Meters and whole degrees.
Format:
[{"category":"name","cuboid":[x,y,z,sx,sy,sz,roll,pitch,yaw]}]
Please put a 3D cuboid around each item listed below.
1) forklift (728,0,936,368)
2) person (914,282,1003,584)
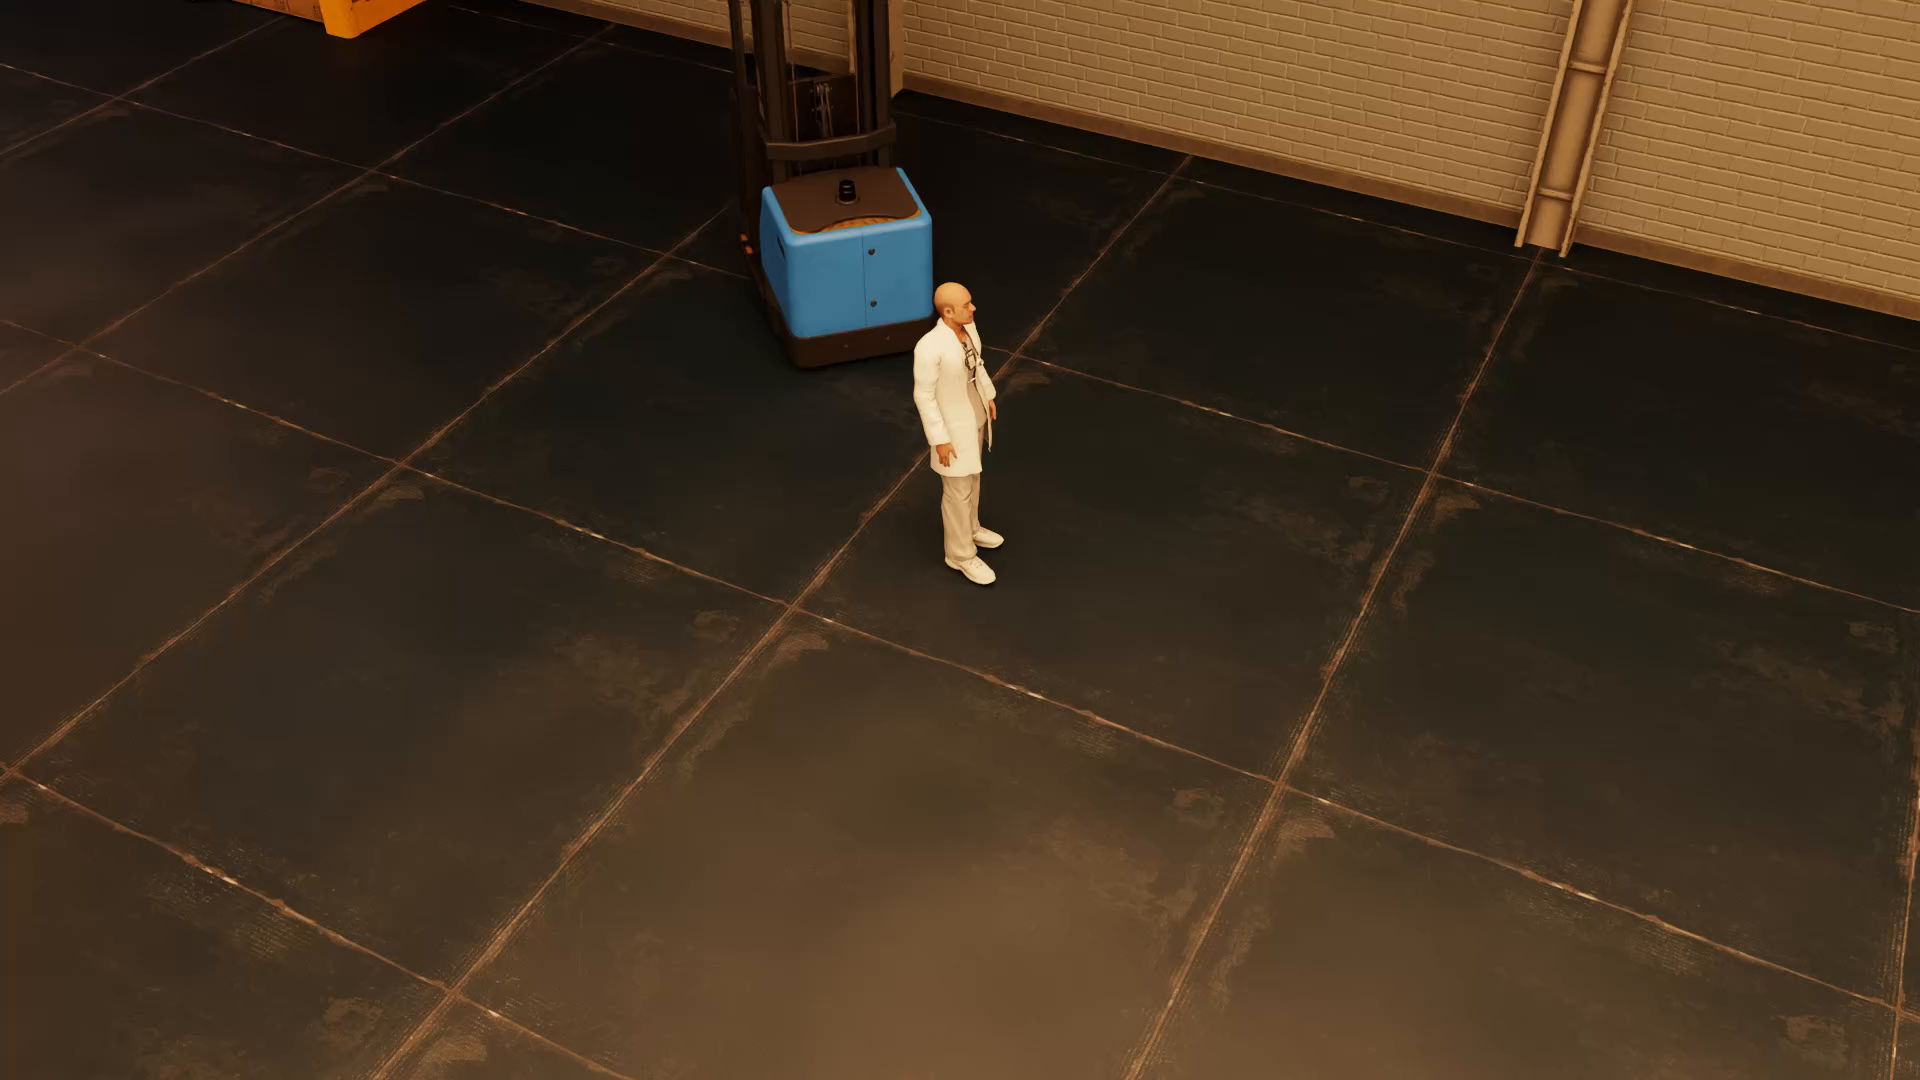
[{"category":"forklift","cuboid":[-1.098,-3.277,11.877,1.130,2.935,3.031,-11,41,-13]},{"category":"person","cuboid":[0.079,-0.656,9.649,0.578,1.777,0.698,18,43,21]}]
